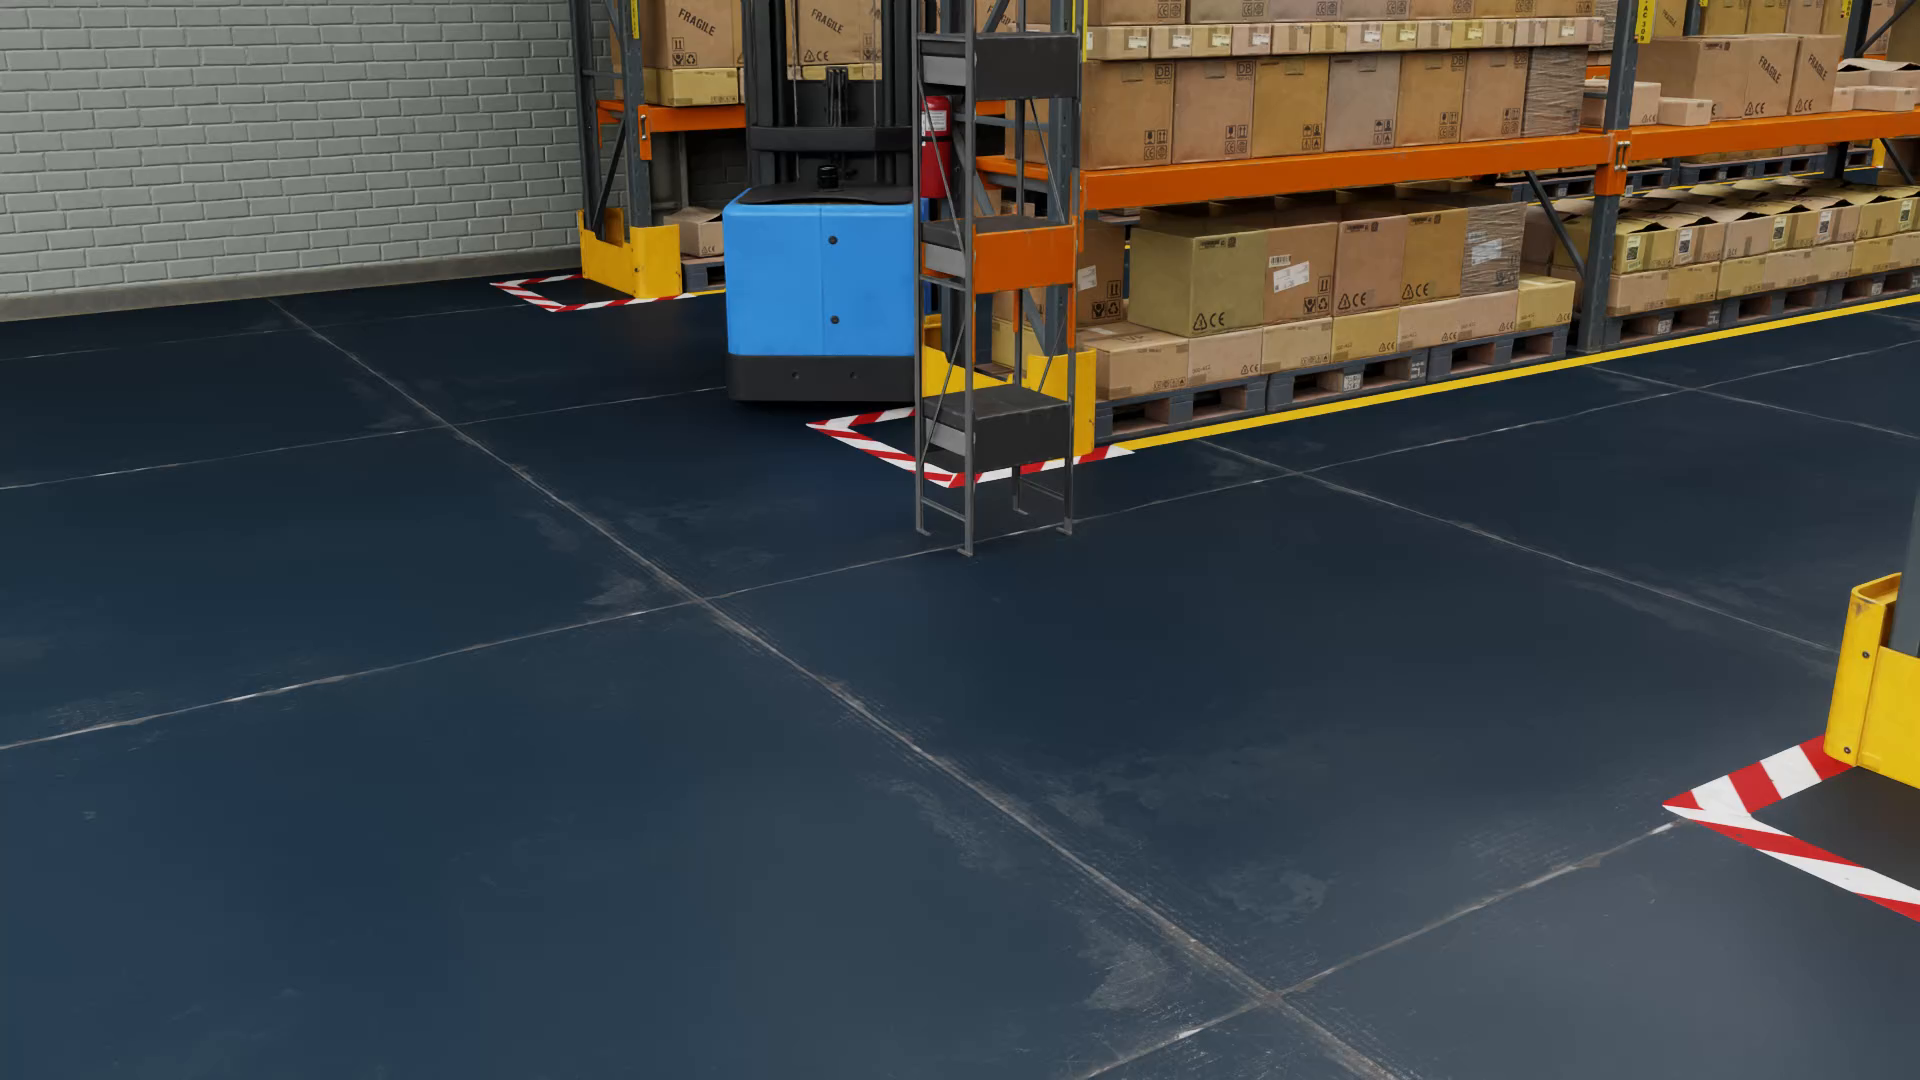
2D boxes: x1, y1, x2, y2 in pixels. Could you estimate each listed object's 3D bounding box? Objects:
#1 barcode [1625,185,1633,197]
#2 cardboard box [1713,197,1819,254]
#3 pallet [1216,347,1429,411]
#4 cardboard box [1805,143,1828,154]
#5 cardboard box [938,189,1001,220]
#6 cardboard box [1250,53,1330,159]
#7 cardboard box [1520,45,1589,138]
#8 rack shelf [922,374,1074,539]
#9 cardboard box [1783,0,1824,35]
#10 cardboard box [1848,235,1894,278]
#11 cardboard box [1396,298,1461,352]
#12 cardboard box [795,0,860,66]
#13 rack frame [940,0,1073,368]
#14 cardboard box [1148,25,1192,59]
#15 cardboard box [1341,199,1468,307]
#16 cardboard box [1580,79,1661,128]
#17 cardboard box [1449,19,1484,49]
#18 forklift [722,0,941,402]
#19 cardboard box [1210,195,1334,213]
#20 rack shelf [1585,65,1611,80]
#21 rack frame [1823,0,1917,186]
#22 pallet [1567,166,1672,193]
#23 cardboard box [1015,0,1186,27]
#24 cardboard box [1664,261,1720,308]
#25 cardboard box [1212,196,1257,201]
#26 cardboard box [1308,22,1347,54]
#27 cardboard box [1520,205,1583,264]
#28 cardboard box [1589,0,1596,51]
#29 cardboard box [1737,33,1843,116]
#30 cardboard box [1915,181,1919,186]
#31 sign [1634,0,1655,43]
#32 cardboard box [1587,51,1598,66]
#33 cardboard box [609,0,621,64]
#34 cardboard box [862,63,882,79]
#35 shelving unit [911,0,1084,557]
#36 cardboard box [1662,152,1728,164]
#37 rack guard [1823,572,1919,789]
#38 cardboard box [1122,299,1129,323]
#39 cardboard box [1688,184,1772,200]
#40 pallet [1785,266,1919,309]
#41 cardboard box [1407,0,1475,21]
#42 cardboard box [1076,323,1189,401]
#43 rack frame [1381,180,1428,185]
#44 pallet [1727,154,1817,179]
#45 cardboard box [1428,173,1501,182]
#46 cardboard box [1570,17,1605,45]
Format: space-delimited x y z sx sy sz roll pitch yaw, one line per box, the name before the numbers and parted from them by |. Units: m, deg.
barcode | 4.008 -2.090 9.962 0.075 0.075 0.001 -12 22 -31
cardboard box | 5.332 -2.117 11.085 0.500 0.311 0.500 -11 22 -30
pallet | 1.859 -1.012 9.408 1.213 0.211 1.003 -12 22 -31
cardboard box | 9.913 -4.892 19.780 0.500 0.500 0.700 -12 22 -32
cardboard box | -0.006 -2.833 13.657 0.500 0.500 0.500 -14 23 -35
cardboard box | 1.476 -2.279 8.646 0.500 0.500 0.700 -12 22 -31
cardboard box | 3.199 -2.645 9.730 0.500 0.500 0.700 -13 22 -33
rack shelf | 0.138 -0.348 6.723 0.480 0.518 0.431 -12 22 -31
cardboard box | 9.197 -5.902 19.052 0.700 0.700 0.980 -13 23 -34
cardboard box | 6.173 -2.029 11.701 0.500 0.250 0.500 -12 22 -32
cardboard box | 2.467 -1.257 9.416 0.500 0.250 0.500 -12 22 -31
cardboard box | -1.085 -3.769 12.241 0.500 0.500 0.500 -13 22 -33
rack frame | 0.225 -1.973 7.898 0.127 3.000 1.000 -12 22 -31
cardboard box | 0.891 -2.387 7.952 0.250 0.149 0.380 -13 22 -33
cardboard box | 2.460 -1.615 9.306 0.500 0.500 0.500 -12 22 -31
cardboard box | 3.953 -2.705 10.297 0.500 0.250 0.500 -10 21 -28
cardboard box | 2.606 -2.748 9.022 0.250 0.149 0.380 -12 22 -32
forklift | -0.663 -2.526 9.641 1.130 2.935 3.031 0 19 1
cardboard box | 1.755 -1.667 9.458 0.500 0.500 0.500 -12 22 -31
rack shelf | 5.850 -4.718 17.141 4.000 0.370 1.077 -12 22 -31
rack frame | 6.907 -3.382 12.066 0.127 3.000 1.000 -12 22 -31
pallet | 6.917 -3.934 18.052 1.213 0.211 1.003 -12 22 -31
cardboard box | 0.667 -2.723 7.935 0.500 0.500 0.700 -12 22 -31
cardboard box | 4.467 -1.669 10.634 0.500 0.250 0.500 -11 22 -30
cardboard box | 2.297 -3.344 15.169 0.500 0.500 0.700 -12 22 -31
cardboard box | 1.746 -2.567 8.485 0.250 0.149 0.380 -12 22 -32
cardboard box | 3.747 -1.988 10.703 0.500 0.311 0.500 -12 22 -31
cardboard box | 6.014 -5.192 16.768 0.500 0.500 0.500 -11 22 -30
cardboard box | 5.514 -3.130 11.163 0.500 0.500 0.500 -13 23 -34
cardboard box | 7.444 -2.410 12.407 0.500 0.500 0.500 -11 22 -29
sign | 3.873 -2.977 9.392 0.005 0.325 0.100 -12 22 -31
cardboard box | 6.308 -4.954 17.077 0.250 0.149 0.380 -13 22 -33
cardboard box | -2.225 -3.731 12.130 0.500 0.500 0.500 -12 22 -32
cardboard box | -0.642 -3.509 12.643 0.500 0.250 0.500 -12 22 -31
shelving unit | 0.138 -1.024 6.495 0.503 2.100 0.431 -12 22 -31
cardboard box | 8.201 -4.530 18.709 0.500 0.500 0.700 -12 22 -31
rack guard | 2.984 0.511 4.454 0.348 0.500 1.175 -12 22 -31
cardboard box | 0.922 -1.134 9.054 0.500 0.250 0.500 -12 22 -31
cardboard box | 5.447 -2.347 11.764 0.500 0.311 0.500 -13 22 -33
pallet | 6.198 -1.927 12.114 1.213 0.211 1.003 -12 22 -31
cardboard box | 2.359 -3.082 8.997 0.500 0.500 0.700 -12 22 -31
cardboard box | 0.796 -0.905 8.374 0.500 0.250 0.500 -12 22 -31
rack frame | 4.179 -4.707 15.983 0.127 3.000 1.000 -12 22 -31
pallet | 9.218 -4.419 19.488 1.213 0.211 1.003 -12 22 -31
cardboard box | 4.866 -3.982 16.540 0.750 0.750 0.750 -12 22 -32
cardboard box | 3.457 -2.927 9.551 0.250 0.149 0.380 -12 22 -31
